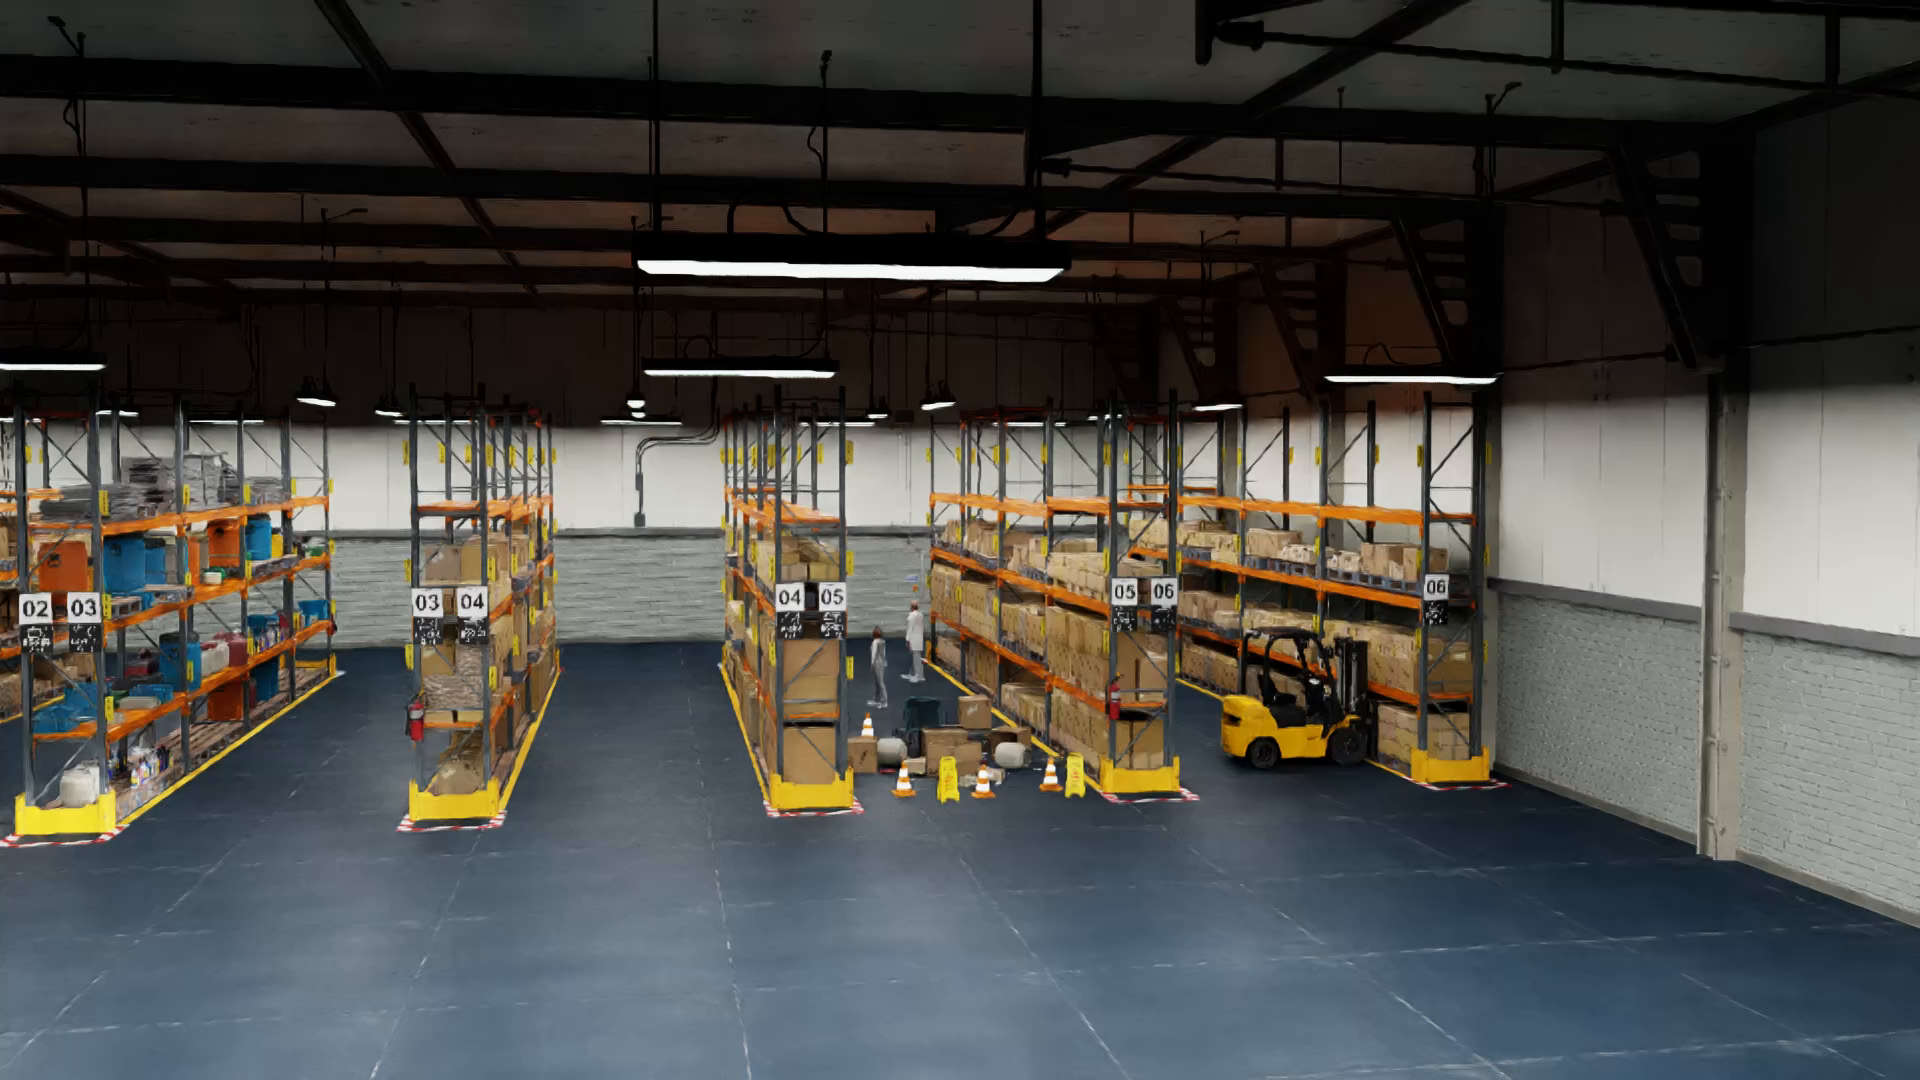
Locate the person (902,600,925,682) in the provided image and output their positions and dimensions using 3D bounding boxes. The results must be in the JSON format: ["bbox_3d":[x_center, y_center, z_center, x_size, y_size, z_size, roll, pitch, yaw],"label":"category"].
[{"bbox_3d":[-1.041,2.226,36.898,0.636,1.775,0.677,1,3,20],"label":"person"}]

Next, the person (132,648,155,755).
[{"bbox_3d":[-13.181,2.599,26.865,0.384,1.717,0.486,0,3,0],"label":"person"}]

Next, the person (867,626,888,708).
[{"bbox_3d":[-1.644,2.516,33.087,0.522,1.591,0.523,1,3,20],"label":"person"}]
